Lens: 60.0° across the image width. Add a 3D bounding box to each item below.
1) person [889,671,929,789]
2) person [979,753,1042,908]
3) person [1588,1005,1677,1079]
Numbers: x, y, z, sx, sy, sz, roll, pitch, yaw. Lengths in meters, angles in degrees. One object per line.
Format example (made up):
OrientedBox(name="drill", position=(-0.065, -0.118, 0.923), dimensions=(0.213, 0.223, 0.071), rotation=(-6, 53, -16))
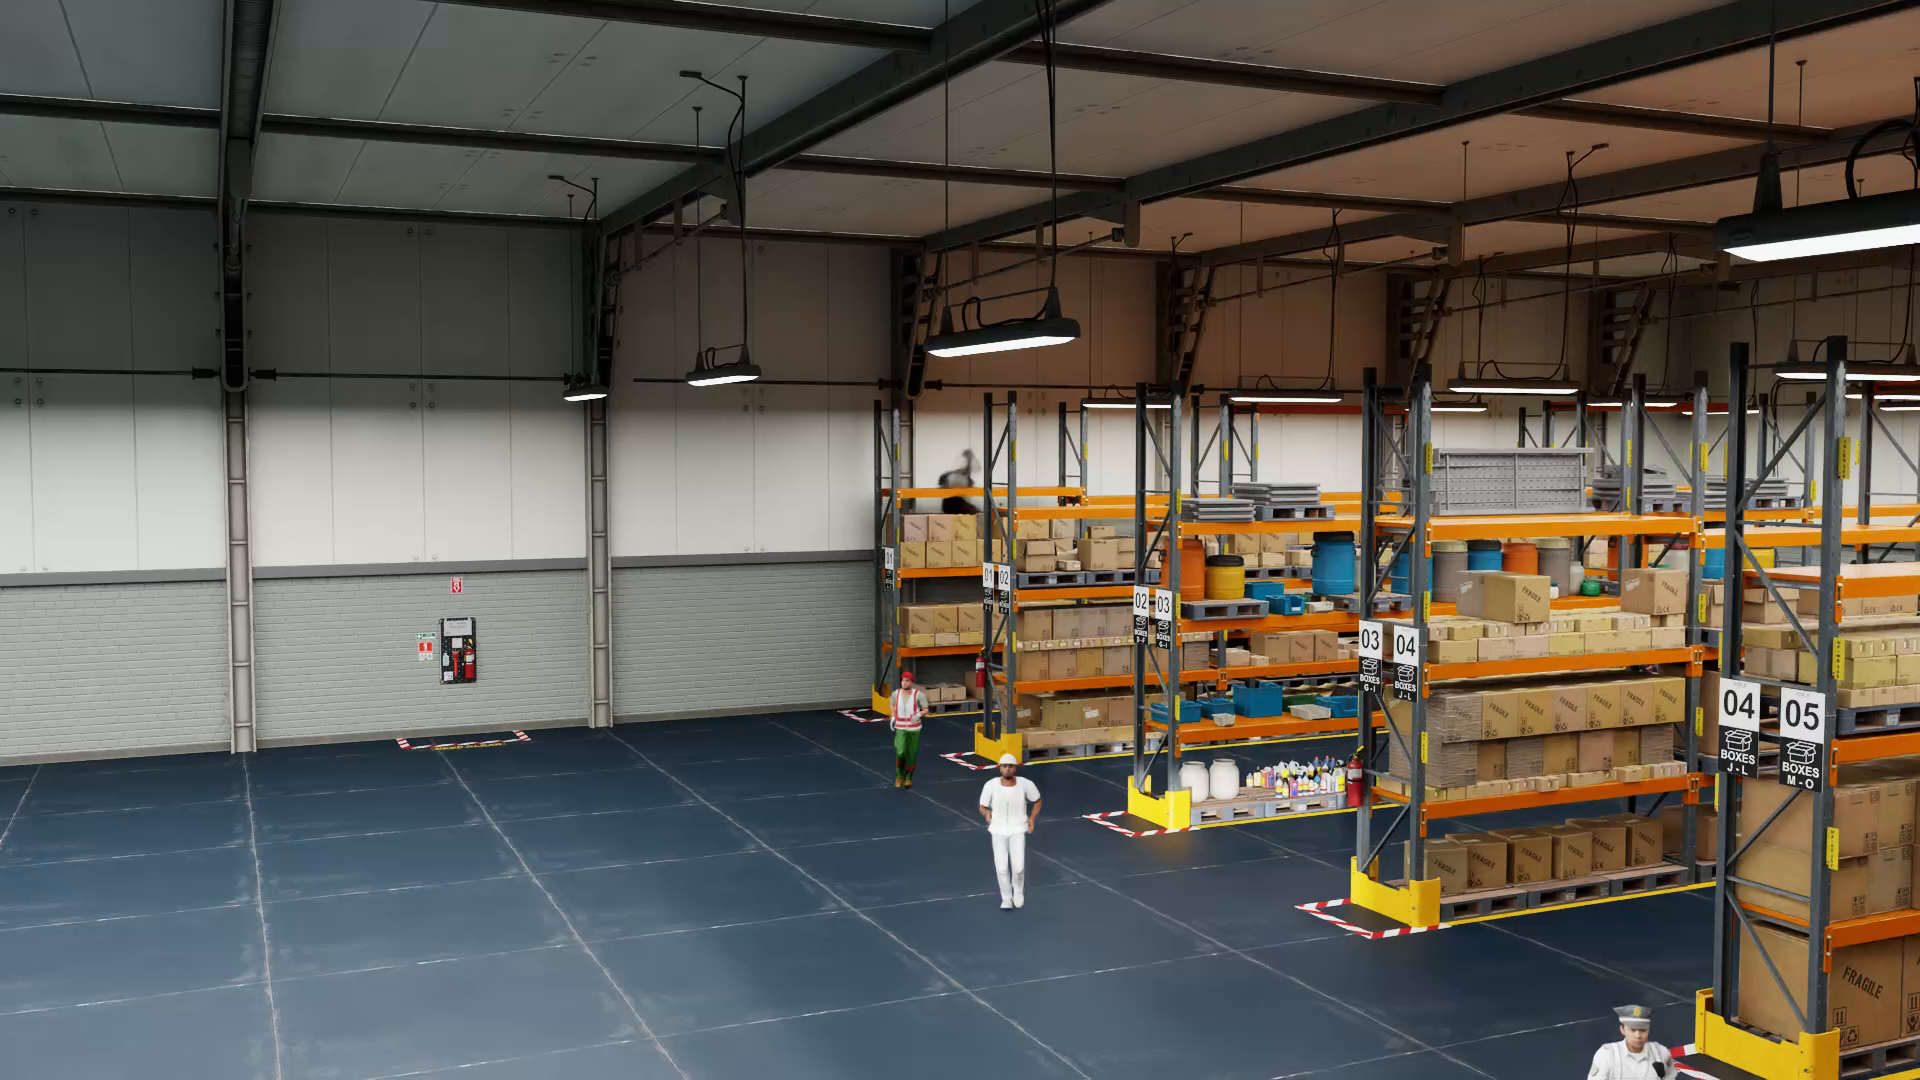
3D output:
OrientedBox(name="person", position=(-0.775, 2.840, 24.746), dimensions=(0.624, 1.774, 0.670), rotation=(0, 3, 5))
OrientedBox(name="person", position=(0.540, 3.220, 18.308), dimensions=(0.685, 1.724, 0.600), rotation=(0, 3, 7))
OrientedBox(name="person", position=(4.197, 3.715, 10.403), dimensions=(0.564, 1.729, 0.839), rotation=(1, 3, 16))
